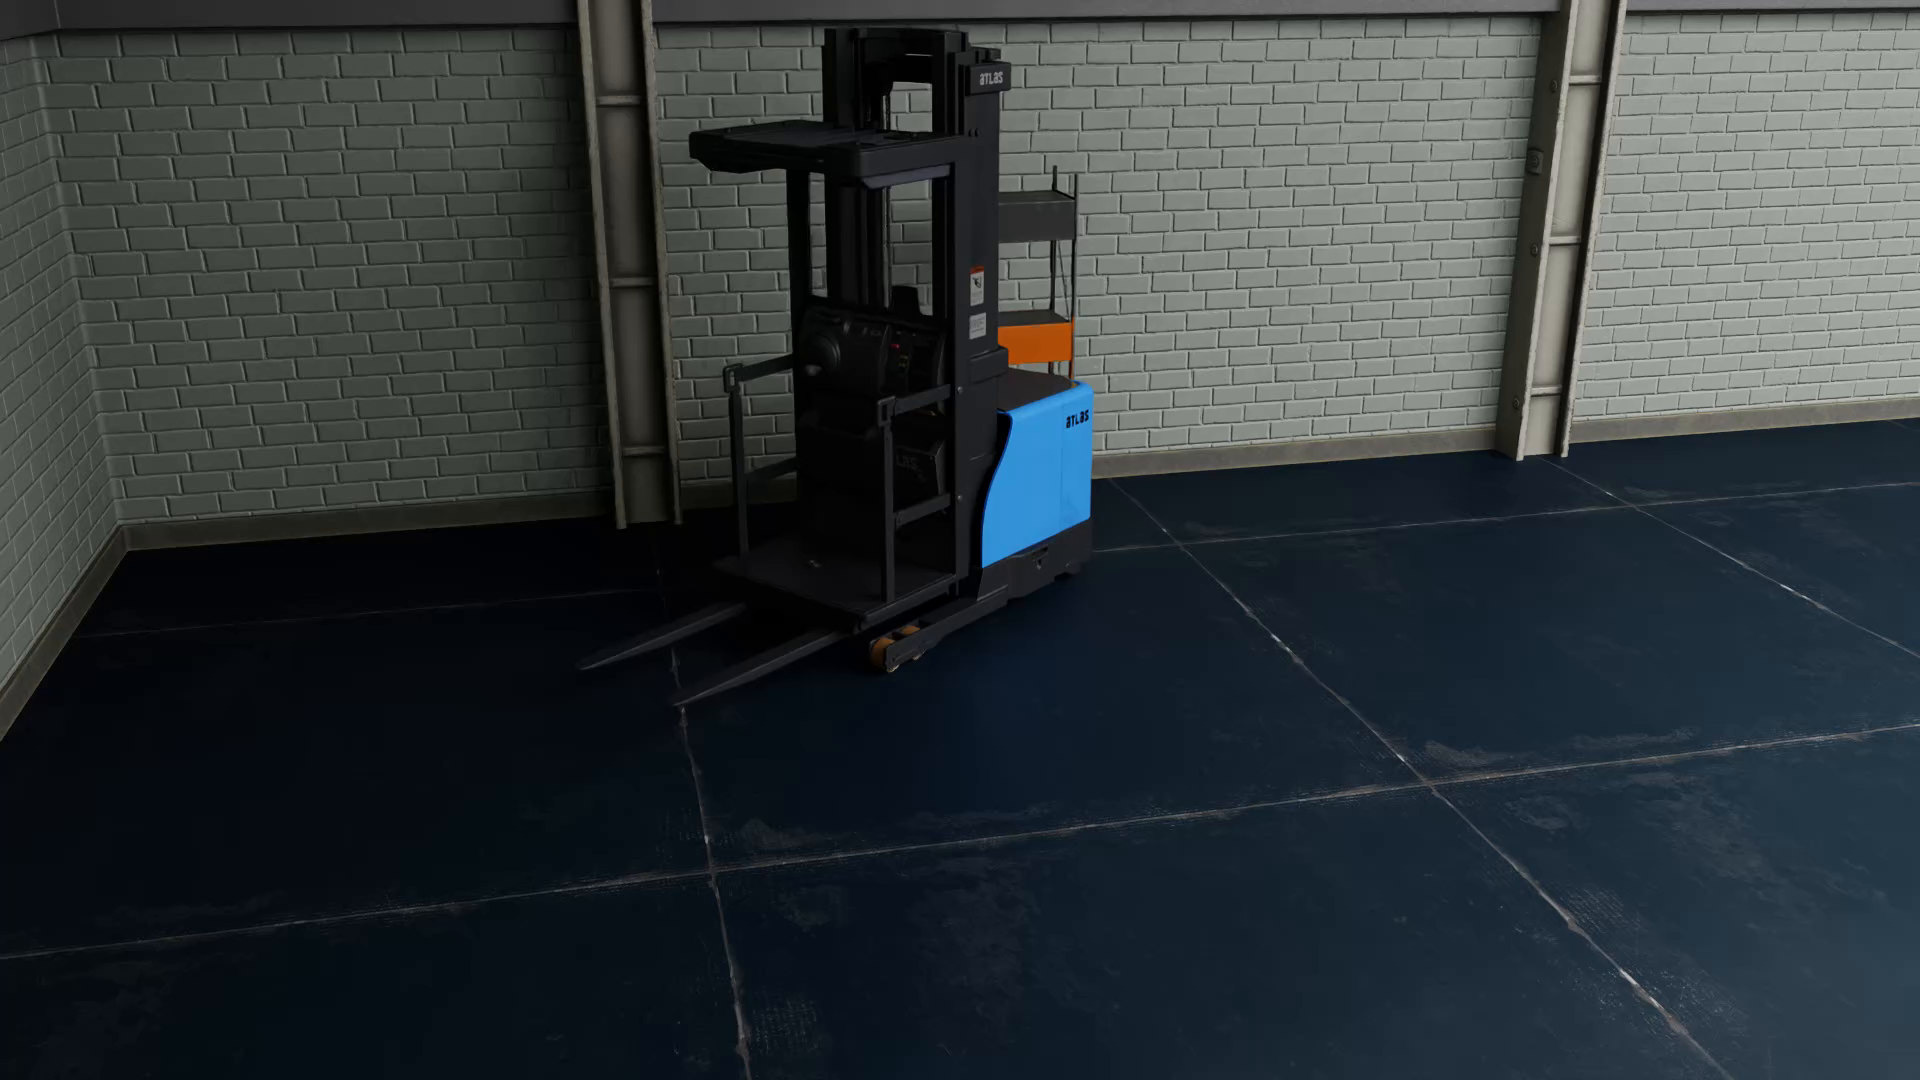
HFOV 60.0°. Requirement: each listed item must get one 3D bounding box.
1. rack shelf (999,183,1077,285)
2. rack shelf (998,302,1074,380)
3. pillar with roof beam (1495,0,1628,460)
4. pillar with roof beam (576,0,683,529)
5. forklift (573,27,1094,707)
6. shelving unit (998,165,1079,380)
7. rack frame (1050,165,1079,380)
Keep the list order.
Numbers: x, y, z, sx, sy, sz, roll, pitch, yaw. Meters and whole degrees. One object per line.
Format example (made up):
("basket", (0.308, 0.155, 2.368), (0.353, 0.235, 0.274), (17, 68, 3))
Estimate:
("rack shelf", (0.368, -1.742, 9.521), (0.480, 0.518, 0.431), (-6, 21, -15))
("rack shelf", (0.368, -1.084, 9.762), (0.480, 0.518, 0.431), (-6, 21, -15))
("pillar with roof beam", (4.923, -3.392, 5.991), (0.400, 9.000, 9.100), (-5, 21, -12))
("pillar with roof beam", (-0.916, -2.917, 4.695), (0.400, 9.000, 9.100), (-5, 21, -12))
("forklift", (-0.568, -0.927, 8.083), (1.130, 2.935, 3.031), (15, 25, 36))
("shelving unit", (0.368, -1.097, 9.757), (0.503, 2.100, 0.431), (-6, 21, -15))
("rack frame", (0.602, -1.120, 9.821), (0.015, 2.100, 0.400), (-6, 21, -15))
